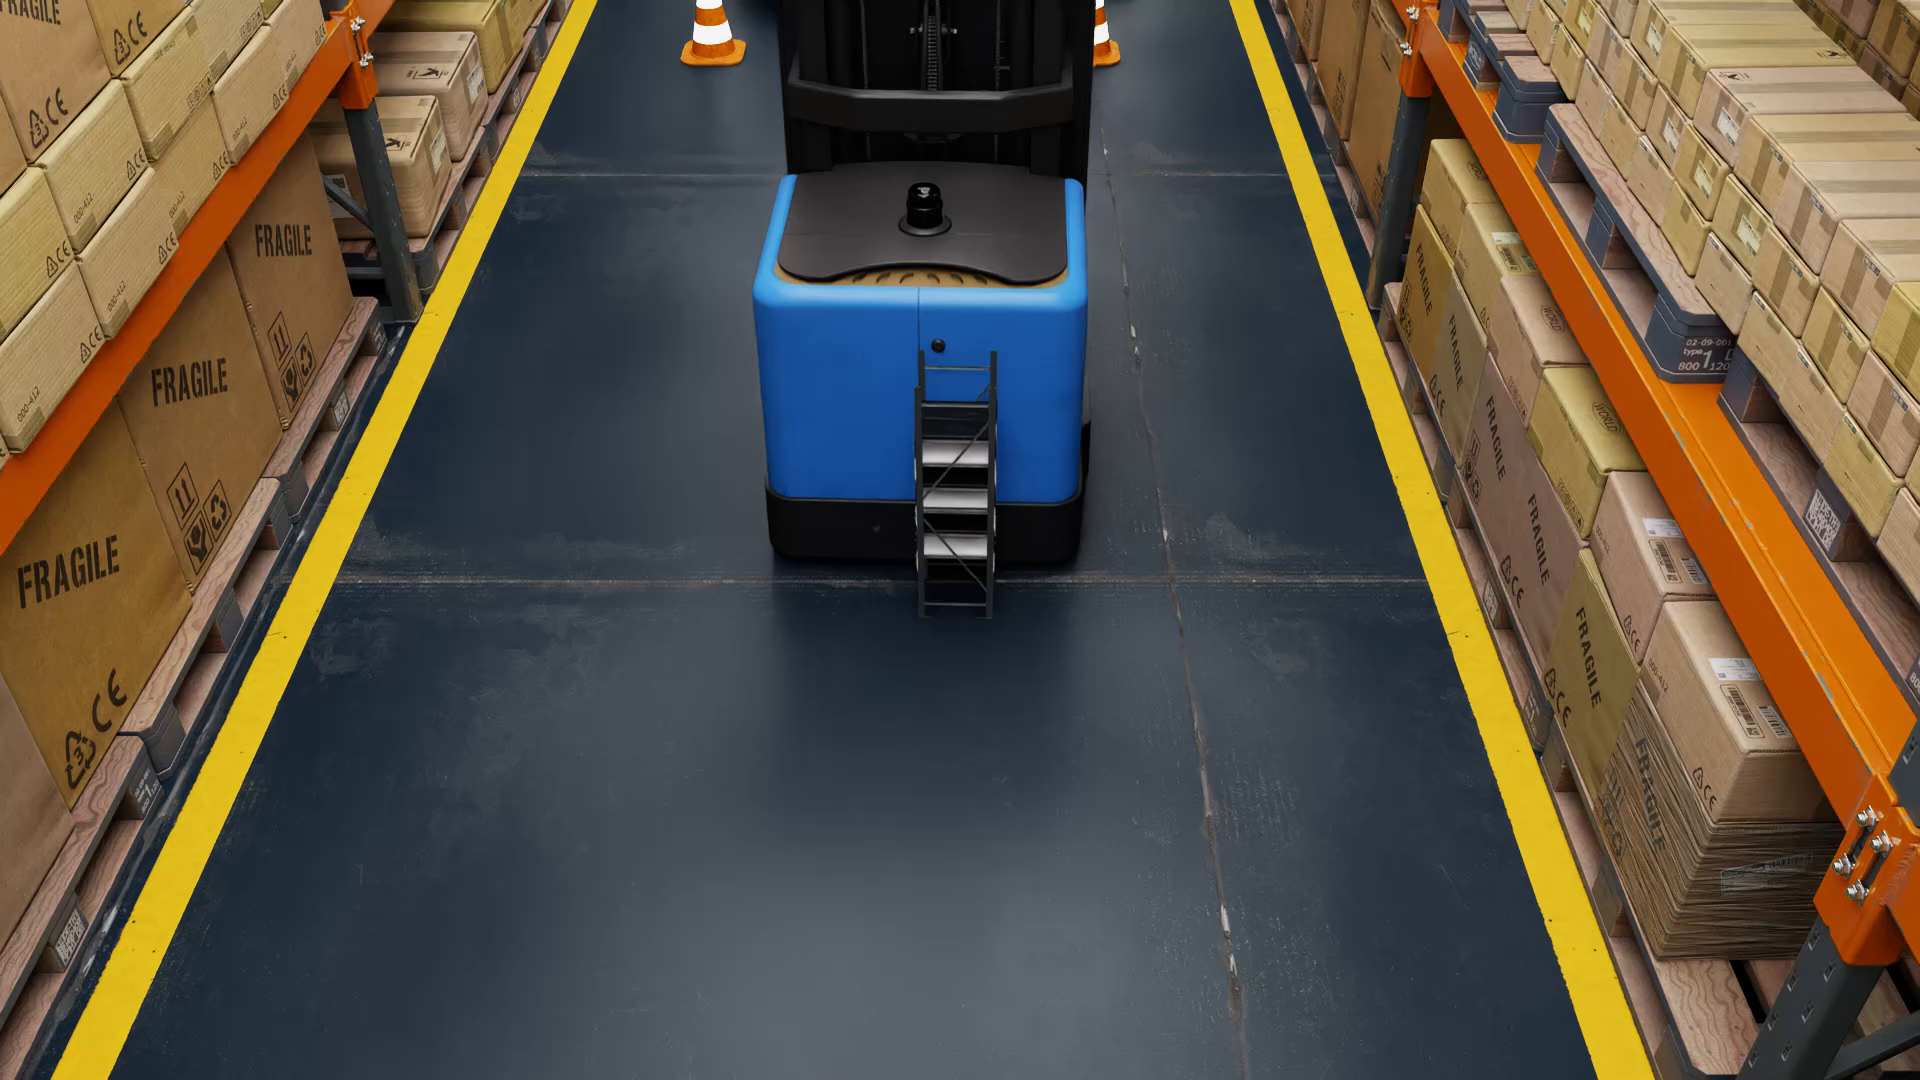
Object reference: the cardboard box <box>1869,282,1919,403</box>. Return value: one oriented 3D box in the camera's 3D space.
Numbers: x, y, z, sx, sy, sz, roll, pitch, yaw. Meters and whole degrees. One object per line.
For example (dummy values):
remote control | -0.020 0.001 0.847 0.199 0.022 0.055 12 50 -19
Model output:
cardboard box | 2.019 -0.375 3.209 0.380 0.149 0.250 -1 39 -1

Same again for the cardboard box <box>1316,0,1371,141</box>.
cardboard box | 2.296 -2.373 7.776 1.050 0.750 0.750 1 39 1

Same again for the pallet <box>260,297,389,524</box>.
pallet | -2.813 -0.512 6.220 1.003 0.211 1.213 0 39 0

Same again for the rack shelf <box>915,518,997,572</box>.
rack shelf | -0.011 0.008 5.362 0.258 0.077 0.200 1 39 2

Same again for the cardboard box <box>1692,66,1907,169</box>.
cardboard box | 2.020 -1.022 4.016 0.380 0.149 0.250 -2 39 -2

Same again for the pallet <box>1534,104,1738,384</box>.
pallet | 2.255 -0.847 4.562 1.003 0.211 1.213 0 39 0

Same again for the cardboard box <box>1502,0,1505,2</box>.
cardboard box | 2.010 -1.946 5.644 0.380 0.149 0.250 -1 39 -1

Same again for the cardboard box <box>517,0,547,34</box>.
cardboard box | -2.736 -2.955 8.805 0.950 0.372 0.625 2 39 3

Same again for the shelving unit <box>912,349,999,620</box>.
shelving unit | -0.011 -0.158 5.228 0.258 0.900 0.210 1 39 2

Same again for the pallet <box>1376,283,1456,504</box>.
pallet | 2.211 -0.583 6.309 1.003 0.211 1.213 0 39 0

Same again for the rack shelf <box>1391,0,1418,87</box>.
rack shelf | 2.209 -3.130 7.832 1.077 0.370 4.000 0 39 0

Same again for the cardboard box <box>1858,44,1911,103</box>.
cardboard box | 2.671 -1.226 4.509 0.380 0.149 0.250 1 39 1

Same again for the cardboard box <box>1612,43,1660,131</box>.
cardboard box | 2.014 -1.234 4.518 0.380 0.149 0.250 0 39 0

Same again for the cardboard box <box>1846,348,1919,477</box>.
cardboard box | 2.017 -0.254 3.295 0.380 0.149 0.250 0 39 0

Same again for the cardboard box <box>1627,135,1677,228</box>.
cardboard box | 2.013 -0.954 4.407 0.380 0.149 0.250 -1 39 -2

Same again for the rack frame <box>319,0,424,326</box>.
rack frame | -2.738 -2.093 5.963 1.000 3.000 0.127 0 39 0

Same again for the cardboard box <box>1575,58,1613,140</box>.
cardboard box | 2.016 -1.274 4.806 0.380 0.149 0.250 1 39 1

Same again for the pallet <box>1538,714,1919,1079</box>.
pallet | 2.214 0.943 4.405 1.003 0.211 1.213 0 39 0

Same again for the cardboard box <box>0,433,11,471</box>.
cardboard box | -2.472 -0.132 3.636 0.500 0.250 0.500 -1 39 -1

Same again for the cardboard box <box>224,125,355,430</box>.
cardboard box | -2.821 -0.996 5.957 0.875 0.875 0.875 0 39 0

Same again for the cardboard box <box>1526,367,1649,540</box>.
cardboard box | 1.960 -0.257 4.736 0.500 0.250 0.500 -2 39 -2

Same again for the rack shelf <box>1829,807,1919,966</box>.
rack shelf | 2.218 1.873 1.589 1.077 0.370 4.000 0 39 0

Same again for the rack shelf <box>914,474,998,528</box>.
rack shelf | -0.011 -0.132 5.249 0.258 0.077 0.200 1 39 2

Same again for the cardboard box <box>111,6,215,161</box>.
cardboard box | -2.459 -1.286 4.676 0.500 0.250 0.500 -1 39 -1

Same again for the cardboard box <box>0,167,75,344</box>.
cardboard box | -2.455 -0.645 3.877 0.500 0.250 0.500 0 39 1

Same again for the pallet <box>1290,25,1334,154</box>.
pallet | 2.287 -2.326 8.483 1.003 0.211 1.213 0 39 0

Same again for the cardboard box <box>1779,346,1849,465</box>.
cardboard box | 2.018 -0.291 3.579 0.380 0.149 0.250 0 39 0

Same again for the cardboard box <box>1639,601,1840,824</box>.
cardboard box | 1.962 0.395 3.922 0.500 0.250 0.500 -1 39 -1

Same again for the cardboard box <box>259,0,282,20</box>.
cardboard box | -2.484 -1.927 5.476 0.500 0.250 0.500 0 39 0

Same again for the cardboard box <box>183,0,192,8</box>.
cardboard box | -2.467 -1.878 4.816 0.500 0.500 0.500 1 39 1

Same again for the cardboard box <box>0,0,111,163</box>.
cardboard box | -2.480 -1.251 4.033 0.500 0.500 0.500 -1 39 -1

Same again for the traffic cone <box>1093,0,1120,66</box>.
traffic cone | 0.698 -2.832 8.913 0.336 0.463 0.334 0 39 0

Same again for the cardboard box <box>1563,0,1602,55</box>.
cardboard box | 2.018 -1.545 4.907 0.380 0.149 0.250 0 39 0

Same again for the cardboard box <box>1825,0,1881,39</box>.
cardboard box | 2.667 -1.513 4.629 0.380 0.149 0.250 0 39 0

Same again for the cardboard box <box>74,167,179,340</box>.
cardboard box | -2.448 -0.765 4.426 0.500 0.250 0.500 -1 39 -1

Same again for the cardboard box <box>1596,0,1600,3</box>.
cardboard box | 2.017 -1.682 4.839 0.380 0.149 0.250 -2 39 -2

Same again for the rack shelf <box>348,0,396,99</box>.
rack shelf | -2.741 -3.063 7.749 1.077 0.370 4.000 0 39 0

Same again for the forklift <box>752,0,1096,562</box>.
forklift | -0.073 -1.968 5.862 1.130 2.935 3.031 1 39 2

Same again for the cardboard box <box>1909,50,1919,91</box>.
cardboard box | 2.669 -1.180 4.213 0.380 0.149 0.250 1 39 1

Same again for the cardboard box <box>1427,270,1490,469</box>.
cardboard box | 1.961 -0.591 5.752 0.500 0.500 0.500 0 39 0

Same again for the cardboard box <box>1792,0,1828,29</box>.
cardboard box | 2.672 -1.545 4.907 0.380 0.149 0.250 0 39 0

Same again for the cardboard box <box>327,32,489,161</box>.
cardboard box | -2.738 -2.046 7.670 0.950 0.372 0.625 -1 39 -1

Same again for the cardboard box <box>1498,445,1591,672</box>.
cardboard box | 1.967 0.049 4.953 0.500 0.500 0.500 -1 39 -1

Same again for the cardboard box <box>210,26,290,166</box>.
cardboard box | -2.462 -1.399 5.217 0.500 0.250 0.500 1 39 1

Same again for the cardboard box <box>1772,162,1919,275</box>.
cardboard box | 2.020 -0.701 3.616 0.380 0.149 0.250 0 39 0

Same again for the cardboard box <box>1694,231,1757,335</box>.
cardboard box | 2.012 -0.621 3.992 0.380 0.149 0.250 -2 39 -2

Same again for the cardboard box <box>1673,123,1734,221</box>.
cardboard box | 2.013 -0.913 4.118 0.380 0.149 0.250 0 39 0

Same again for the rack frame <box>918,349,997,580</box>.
rack frame | -0.008 -0.222 5.307 0.240 0.900 0.006 1 39 2

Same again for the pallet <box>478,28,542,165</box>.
pallet | -2.736 -2.255 8.395 1.003 0.211 1.213 0 39 0

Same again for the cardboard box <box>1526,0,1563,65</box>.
cardboard box | 2.011 -1.609 5.224 0.380 0.149 0.250 2 39 2

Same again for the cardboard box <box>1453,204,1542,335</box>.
cardboard box | 1.971 -0.892 5.528 0.500 0.250 0.500 0 39 -1

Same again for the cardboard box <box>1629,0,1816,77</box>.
cardboard box | 2.021 -1.347 4.421 0.380 0.149 0.250 1 39 1

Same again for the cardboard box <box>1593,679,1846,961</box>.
cardboard box | 1.963 0.690 4.153 0.500 0.500 0.500 -1 39 -1

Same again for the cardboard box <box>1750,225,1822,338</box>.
cardboard box | 2.015 -0.580 3.702 0.380 0.149 0.250 -1 39 -2

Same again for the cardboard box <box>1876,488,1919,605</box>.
cardboard box | 2.018 0.028 3.182 0.380 0.149 0.250 -1 39 -1

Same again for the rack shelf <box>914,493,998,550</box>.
rack shelf | -0.011 -0.062 5.305 0.258 0.077 0.200 1 39 2

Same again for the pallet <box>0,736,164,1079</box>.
pallet | -2.810 1.014 4.316 1.003 0.211 1.213 0 39 0

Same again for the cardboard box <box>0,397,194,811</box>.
cardboard box | -2.823 0.121 4.564 0.875 0.875 0.875 1 39 1
